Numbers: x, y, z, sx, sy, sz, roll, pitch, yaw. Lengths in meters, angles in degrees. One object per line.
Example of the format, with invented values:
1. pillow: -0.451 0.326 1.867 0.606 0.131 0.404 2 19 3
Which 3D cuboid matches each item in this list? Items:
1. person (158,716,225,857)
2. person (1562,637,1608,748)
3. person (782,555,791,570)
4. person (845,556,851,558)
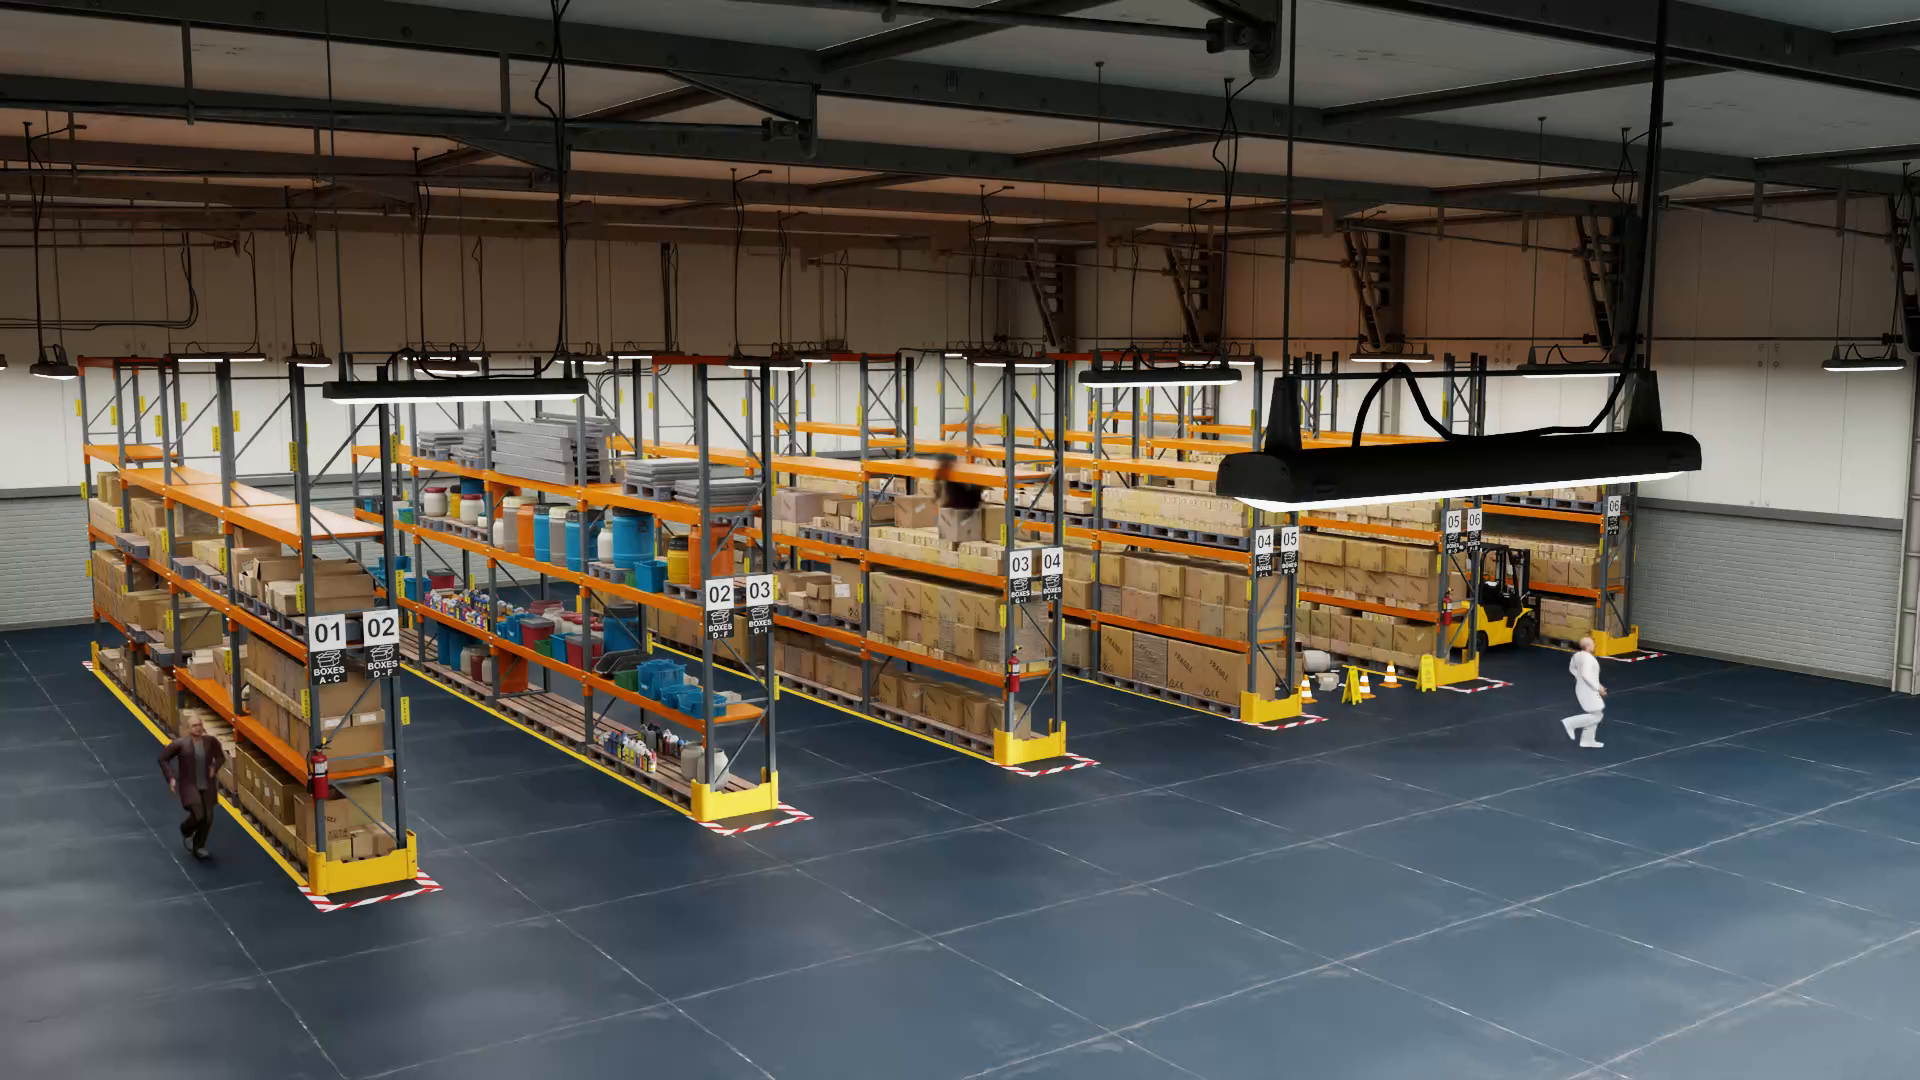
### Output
1. person: -9.283 3.017 20.261 0.616 1.736 0.714 6 9 42
2. person: 9.654 2.360 25.742 0.690 1.733 0.709 0 7 2
3. person: -4.289 0.481 42.237 0.440 1.484 0.756 0 7 2
4. person: -2.312 1.165 35.547 0.671 1.702 1.013 -5 8 -35
